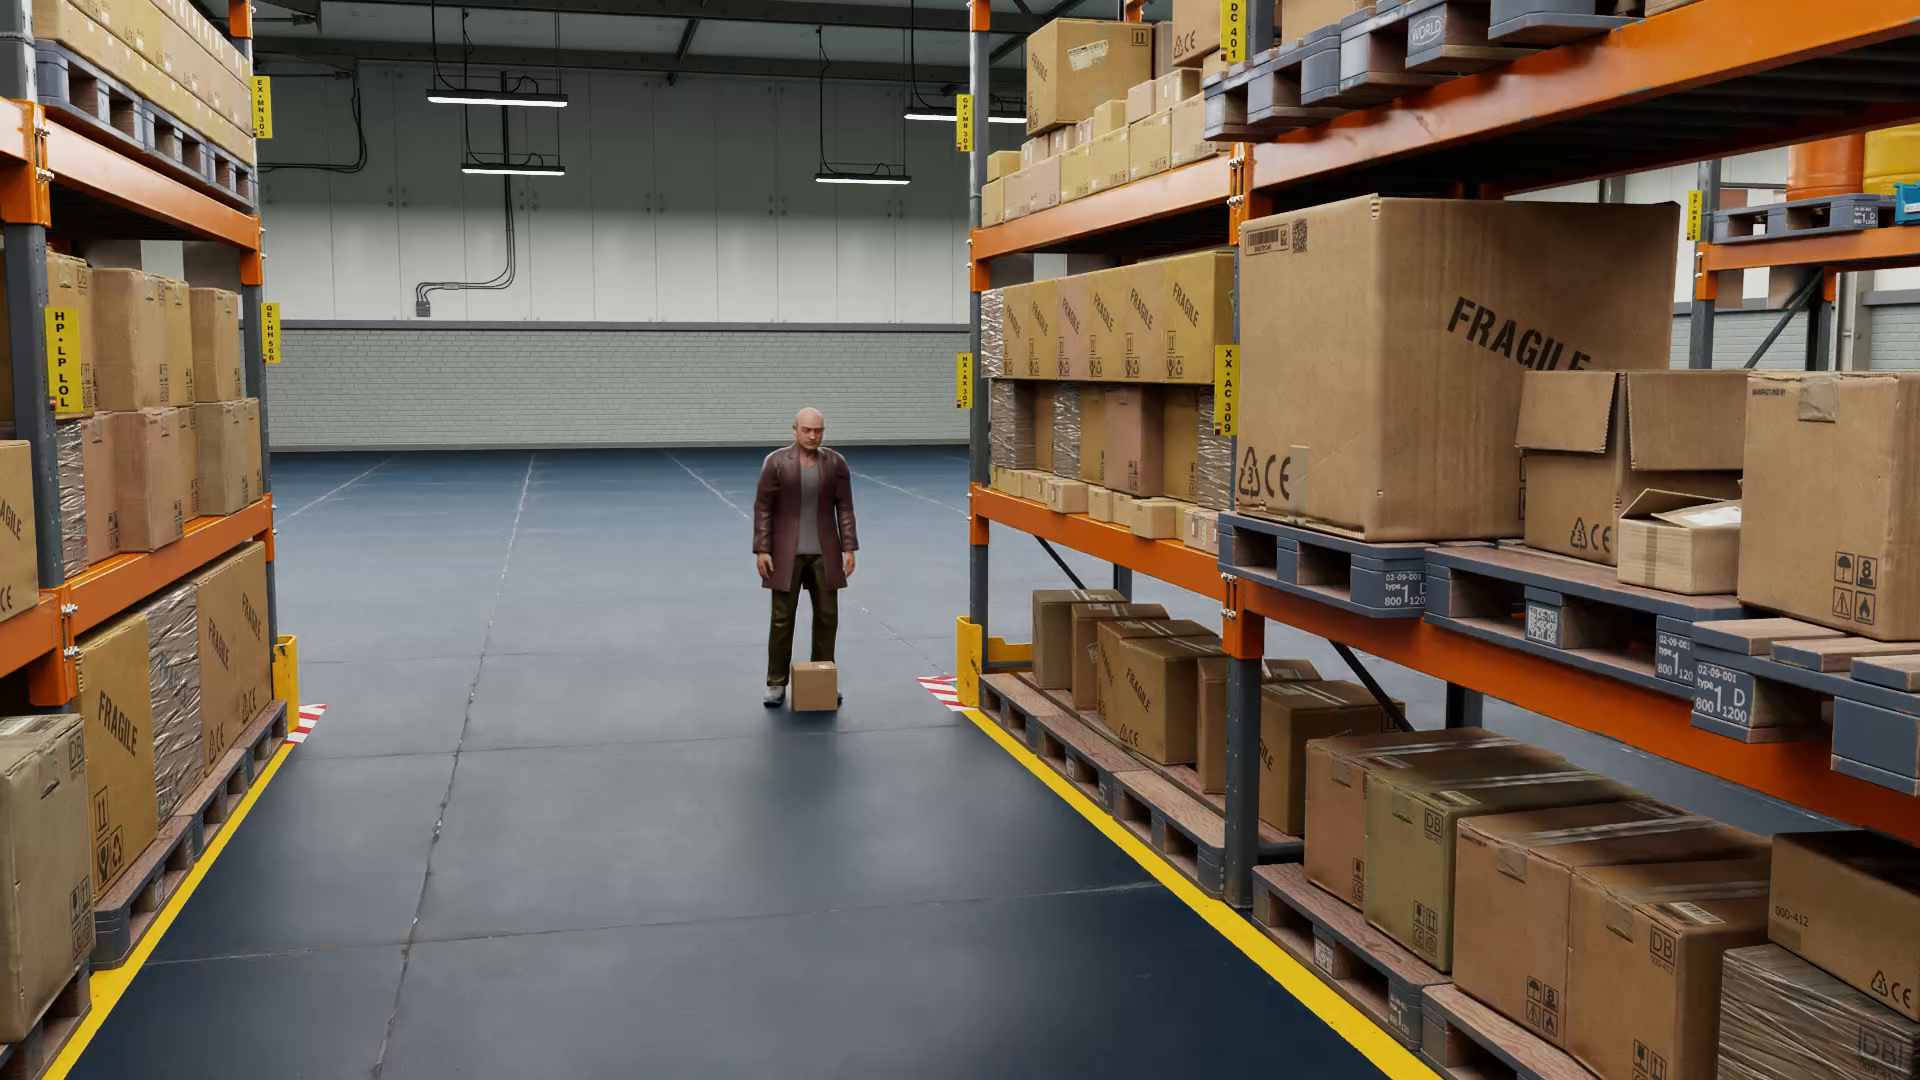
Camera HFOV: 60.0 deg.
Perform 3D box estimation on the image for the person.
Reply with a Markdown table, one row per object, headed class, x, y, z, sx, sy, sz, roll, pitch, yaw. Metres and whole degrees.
| class | x | y | z | sx | sy | sz | roll | pitch | yaw |
| --- | --- | --- | --- | --- | --- | --- | --- | --- | --- |
| person | -0.931 | 0.087 | 10.053 | 0.650 | 1.774 | 0.418 | -2 | 6 | -15 |
